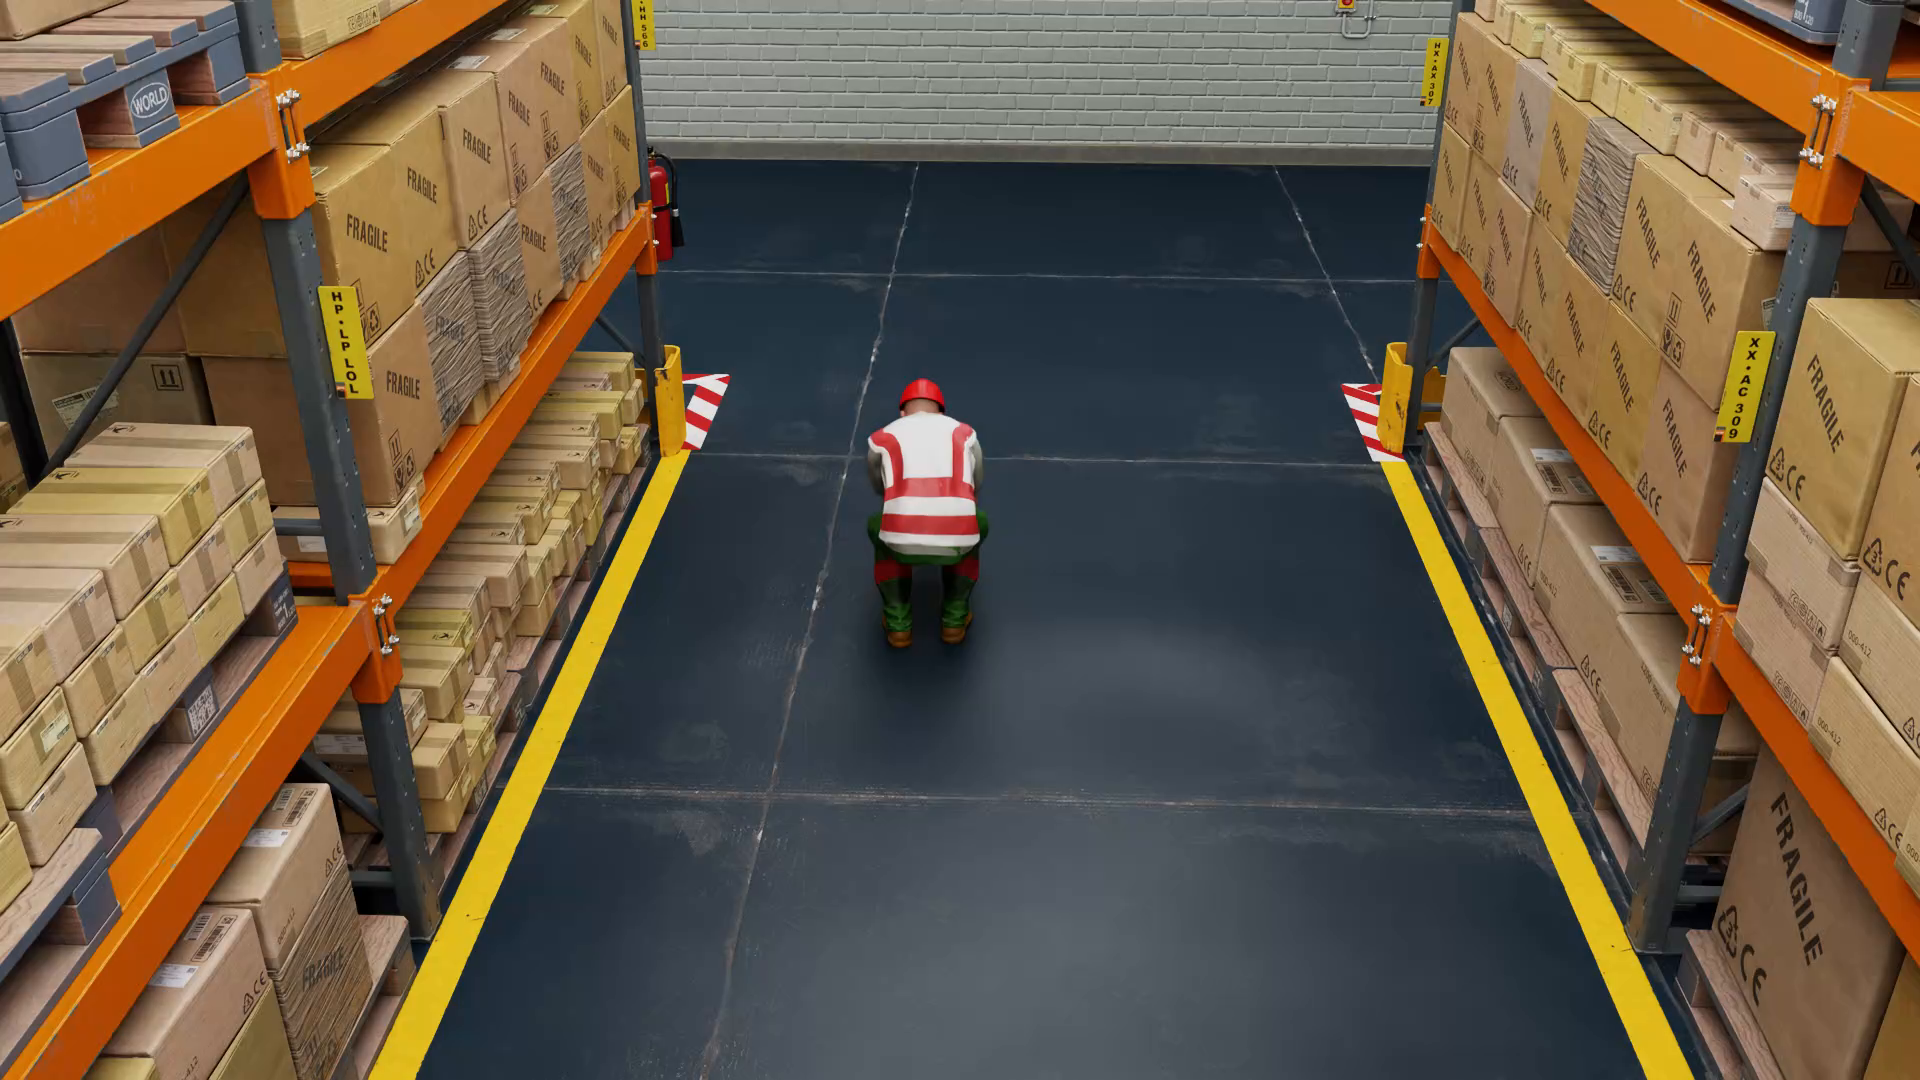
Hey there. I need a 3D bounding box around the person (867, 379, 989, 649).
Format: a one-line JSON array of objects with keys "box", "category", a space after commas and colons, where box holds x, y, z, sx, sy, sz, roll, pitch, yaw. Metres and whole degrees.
[{"box": [-0.139, -0.095, 7.140, 0.523, 0.990, 0.901, 0, 28, 0], "category": "person"}]
